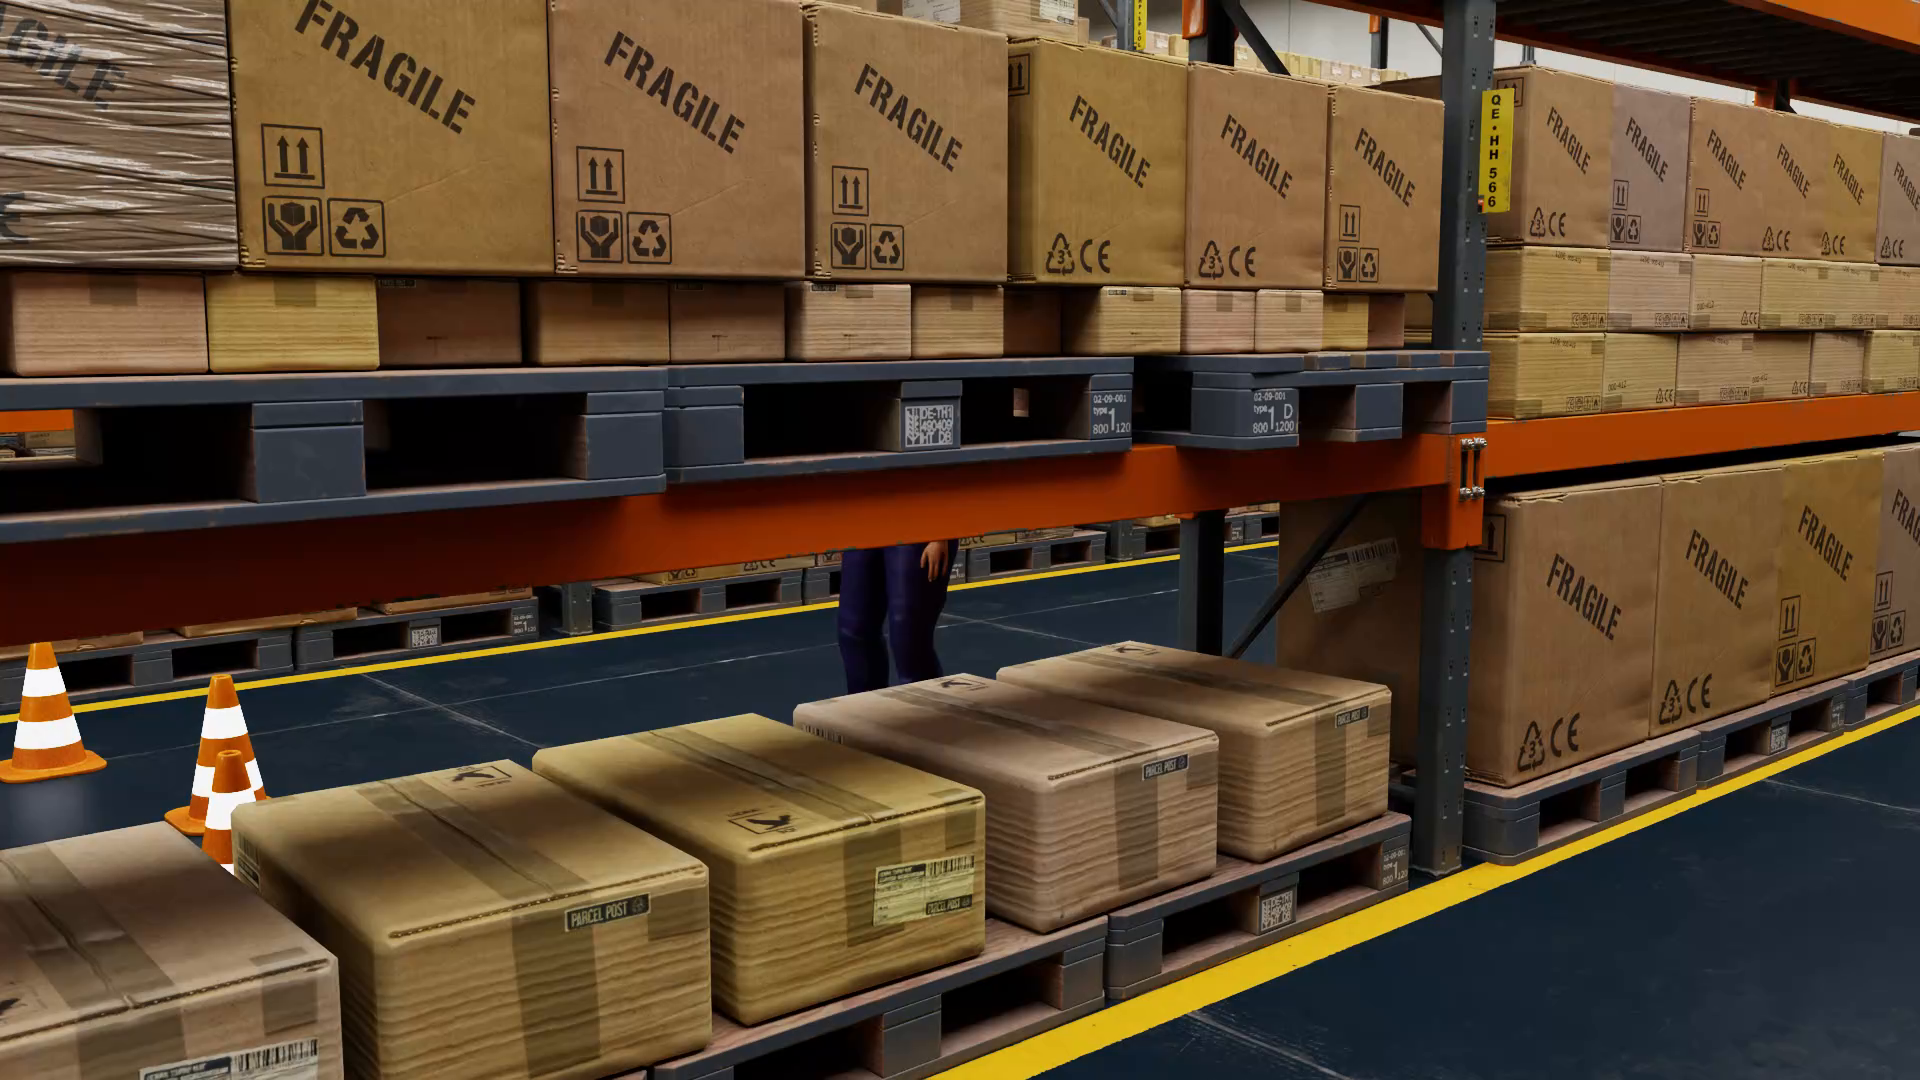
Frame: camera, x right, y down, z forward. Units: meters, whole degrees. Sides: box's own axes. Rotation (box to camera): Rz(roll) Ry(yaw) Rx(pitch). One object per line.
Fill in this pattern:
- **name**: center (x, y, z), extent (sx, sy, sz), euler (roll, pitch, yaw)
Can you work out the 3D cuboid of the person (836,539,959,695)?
- **person**: center (-0.237, -0.010, 5.897), extent (0.565, 1.651, 0.370), euler (7, 10, 43)
